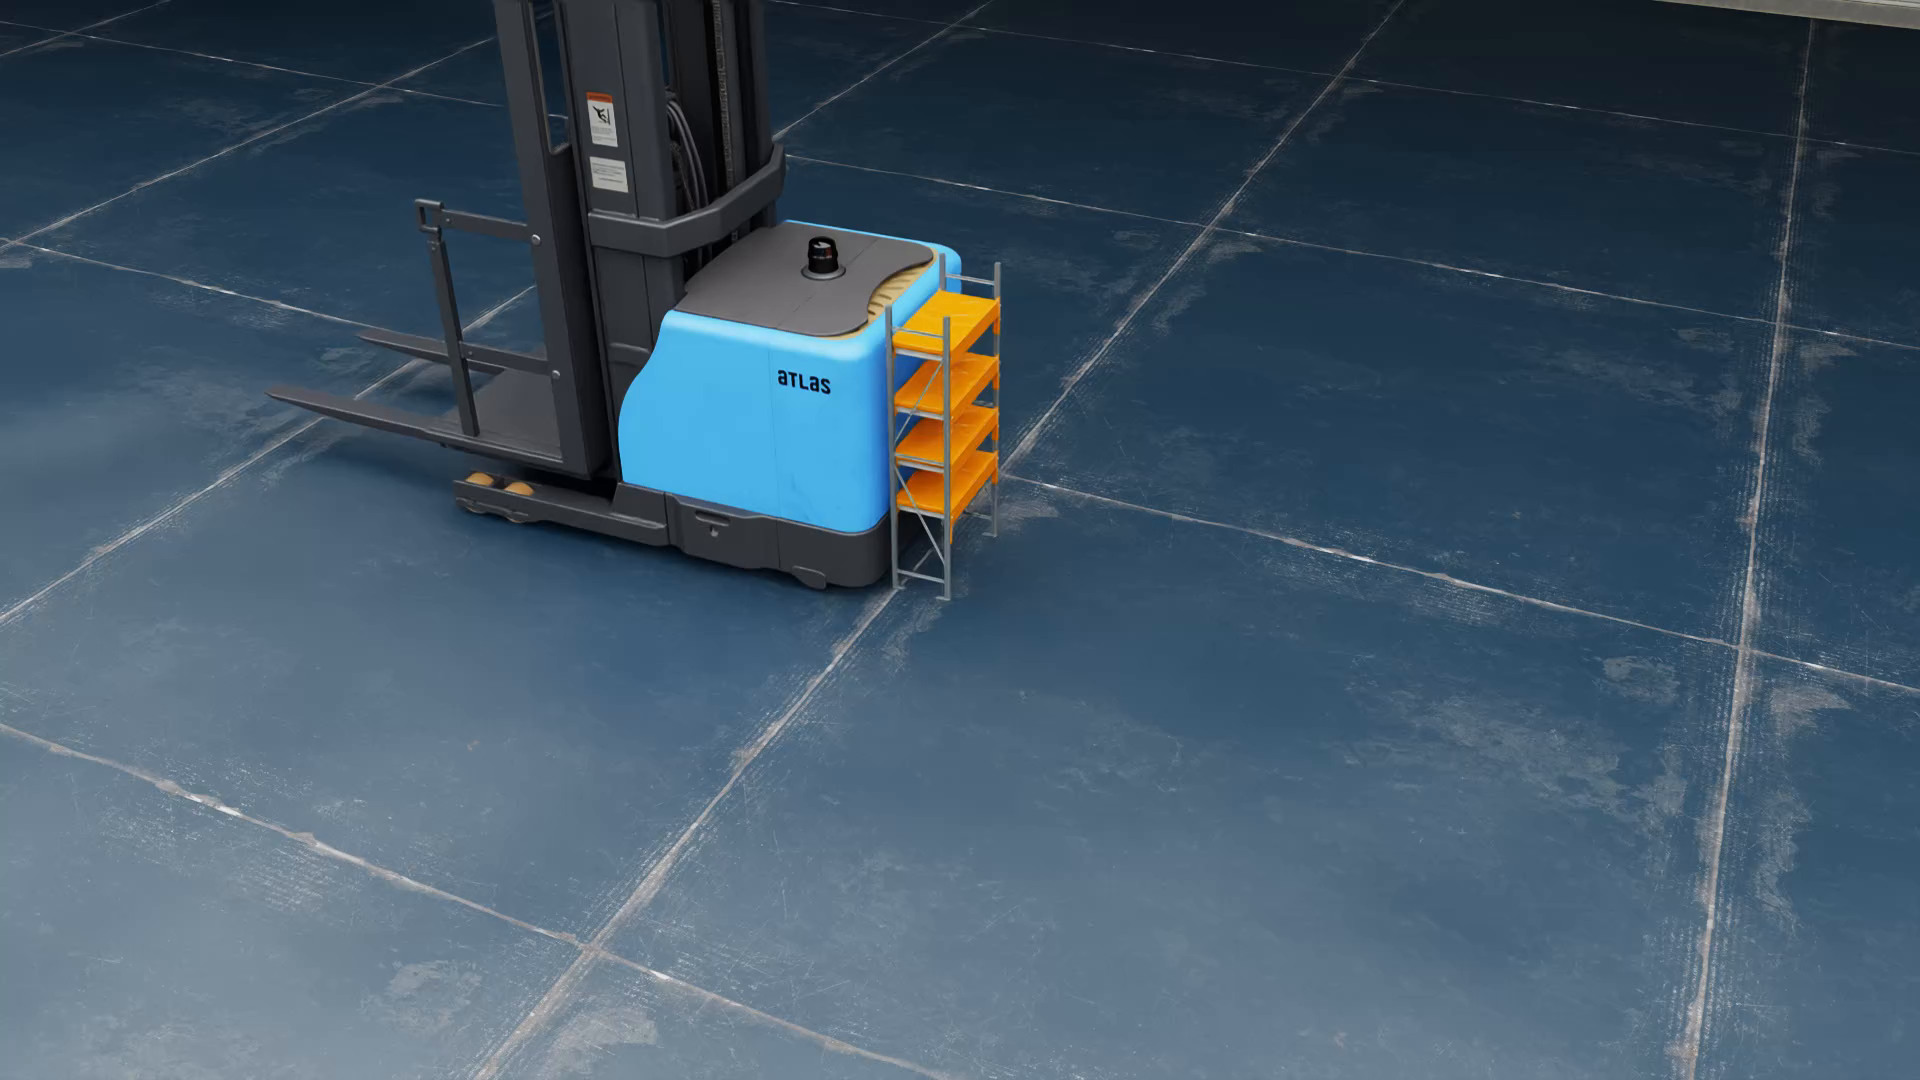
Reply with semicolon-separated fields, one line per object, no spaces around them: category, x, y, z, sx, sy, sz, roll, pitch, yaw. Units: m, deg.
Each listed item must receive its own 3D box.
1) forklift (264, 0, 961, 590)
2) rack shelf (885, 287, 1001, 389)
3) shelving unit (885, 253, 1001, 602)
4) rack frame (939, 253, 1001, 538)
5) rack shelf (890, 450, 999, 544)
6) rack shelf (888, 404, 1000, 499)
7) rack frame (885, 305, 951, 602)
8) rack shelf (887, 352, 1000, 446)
forklift;-1.548;-1.548;6.438;3.031;2.935;1.130;13;35;19
rack shelf;-0.056;-0.745;6.075;0.258;0.148;0.480;13;35;19
shelving unit;-0.056;-0.416;6.291;0.258;1.200;0.503;13;35;19
rack frame;0.037;-0.540;6.480;0.240;1.200;0.015;13;35;19
rack shelf;-0.056;-0.194;6.437;0.258;0.148;0.480;13;35;19
rack shelf;-0.056;-0.360;6.328;0.258;0.148;0.480;13;35;19
rack frame;-0.149;-0.293;6.102;0.240;1.200;0.015;13;35;19
rack shelf;-0.056;-0.547;6.205;0.258;0.148;0.480;13;35;19
